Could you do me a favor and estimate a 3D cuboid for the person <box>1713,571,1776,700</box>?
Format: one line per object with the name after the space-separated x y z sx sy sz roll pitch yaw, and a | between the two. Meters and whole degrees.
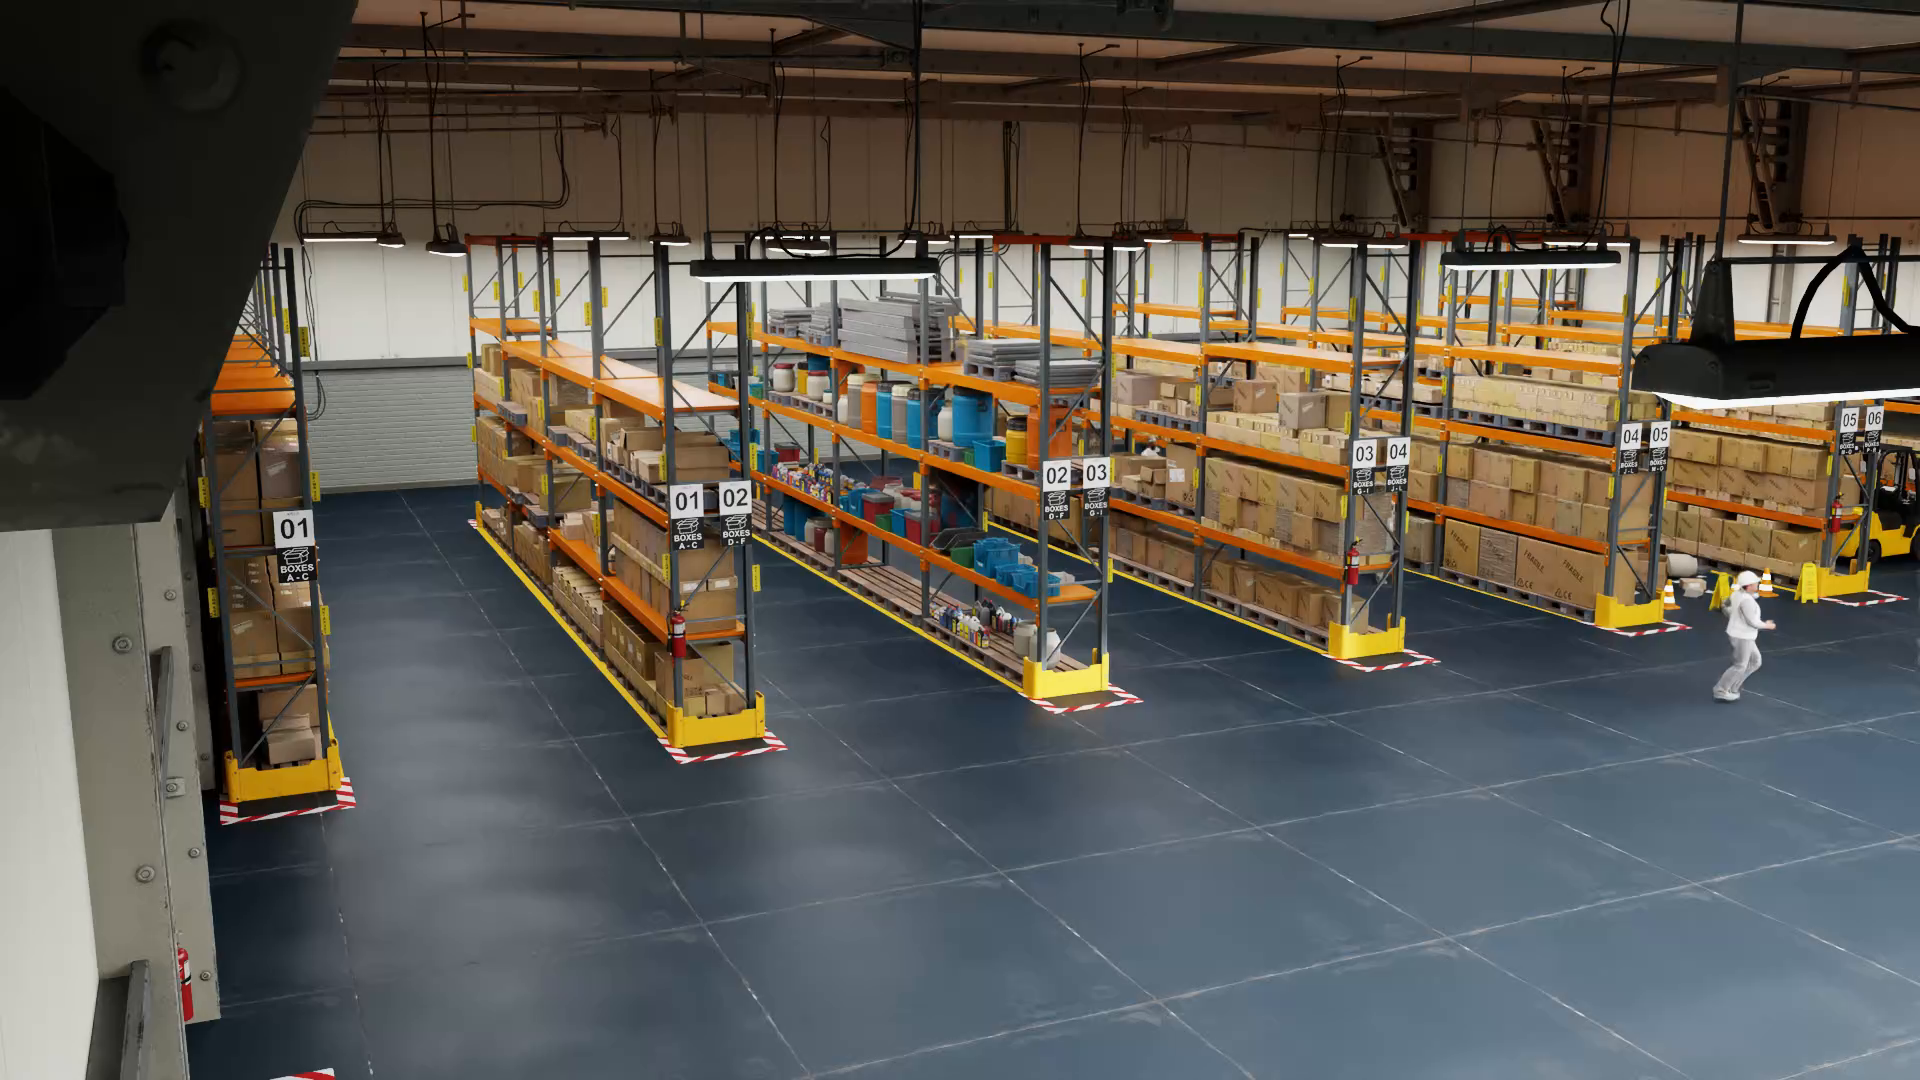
10.352 1.286 21.930 0.692 1.793 0.685 3 11 14 | person

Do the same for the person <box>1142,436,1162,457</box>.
4.194 -1.445 36.132 0.582 1.676 0.842 -4 12 -18 | person

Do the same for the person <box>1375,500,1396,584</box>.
7.418 -0.142 29.322 0.658 1.763 0.591 -4 12 -18 | person
